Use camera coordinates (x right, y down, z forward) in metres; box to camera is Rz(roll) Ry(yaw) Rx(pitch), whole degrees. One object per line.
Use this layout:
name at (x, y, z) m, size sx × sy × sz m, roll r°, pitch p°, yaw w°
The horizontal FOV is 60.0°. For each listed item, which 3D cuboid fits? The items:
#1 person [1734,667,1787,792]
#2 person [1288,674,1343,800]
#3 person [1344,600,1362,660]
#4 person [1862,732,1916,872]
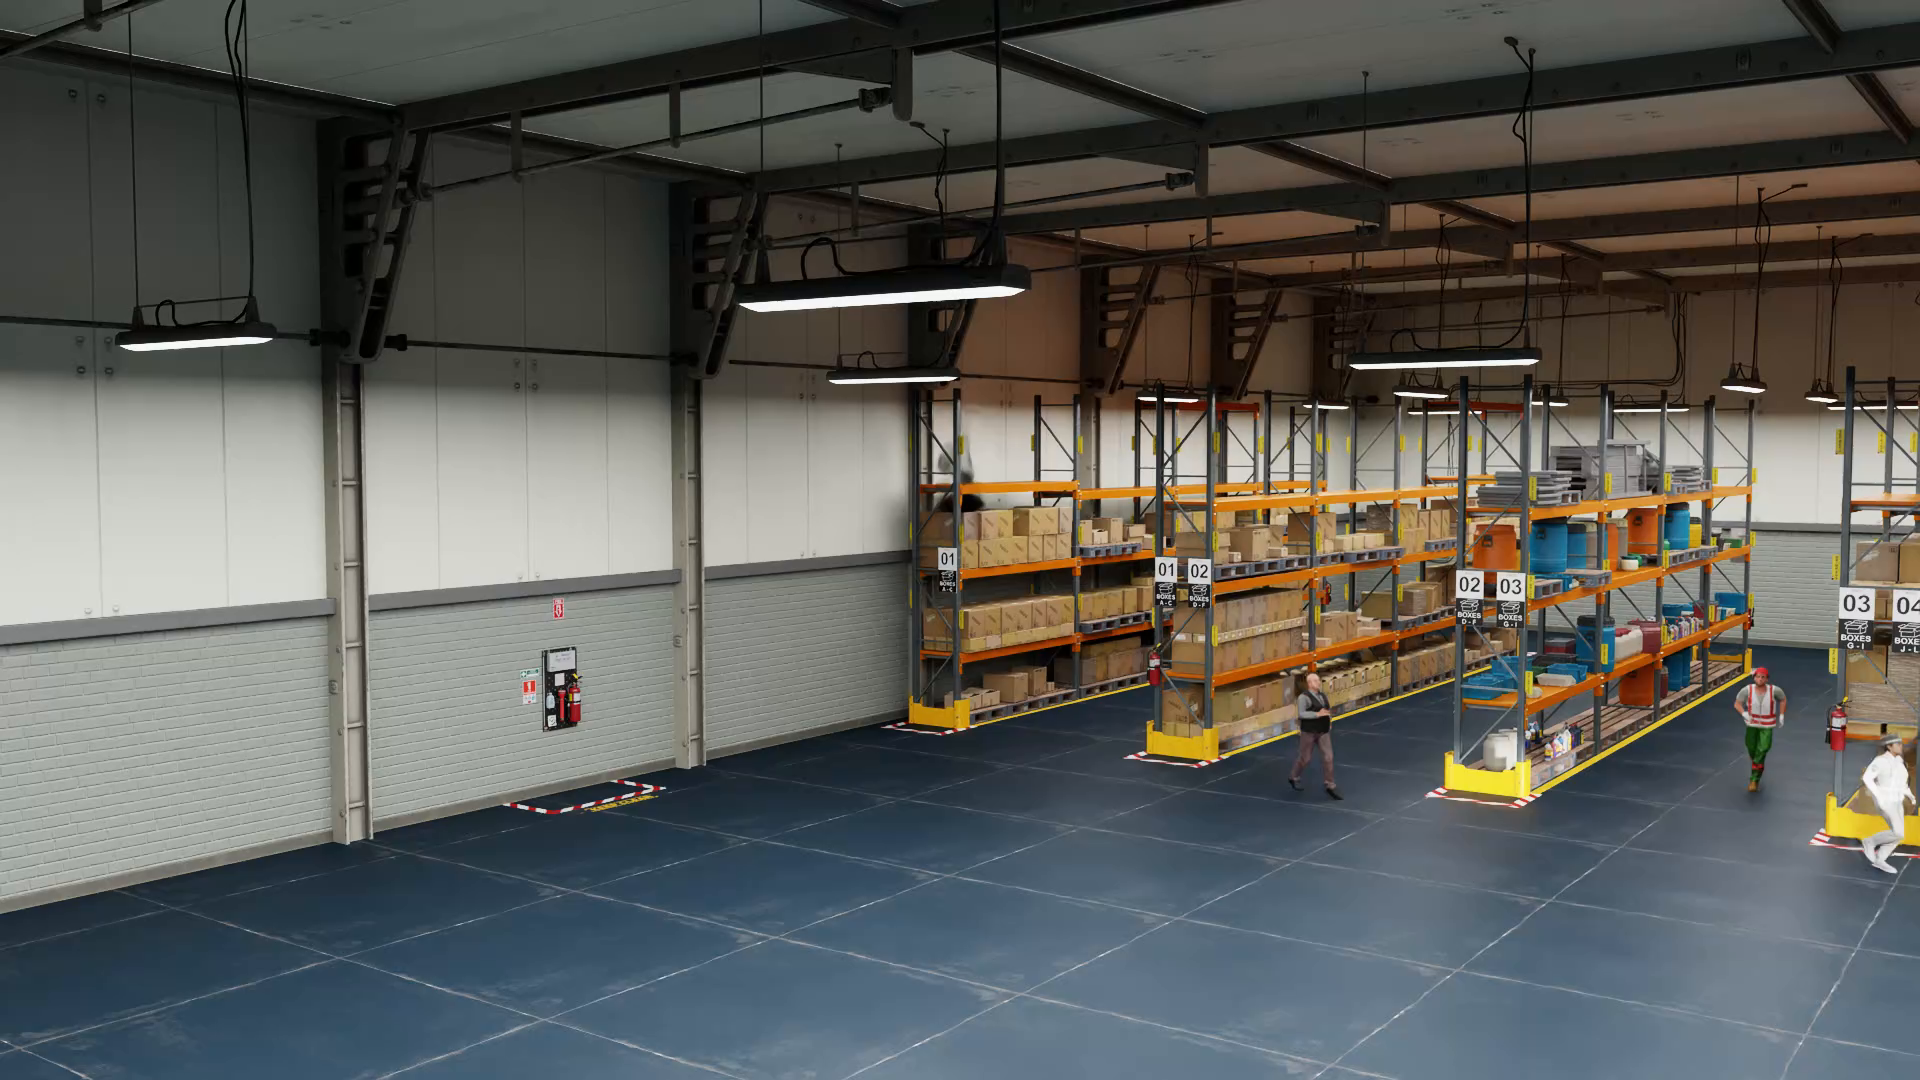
person at (11.681, 2.727, 24.292) m, size 0.685 × 1.775 × 1.027 m, roll 2°, pitch 4°, yaw 29°
person at (5.046, 2.770, 23.656) m, size 0.655 × 1.742 × 0.888 m, roll -2°, pitch 4°, yaw -28°
person at (8.726, 2.078, 36.727) m, size 0.557 × 1.623 × 0.868 m, roll 3°, pitch 4°, yaw 39°
person at (10.940, 3.072, 19.591) m, size 0.630 × 1.651 × 0.505 m, roll -2°, pitch 4°, yaw -31°
